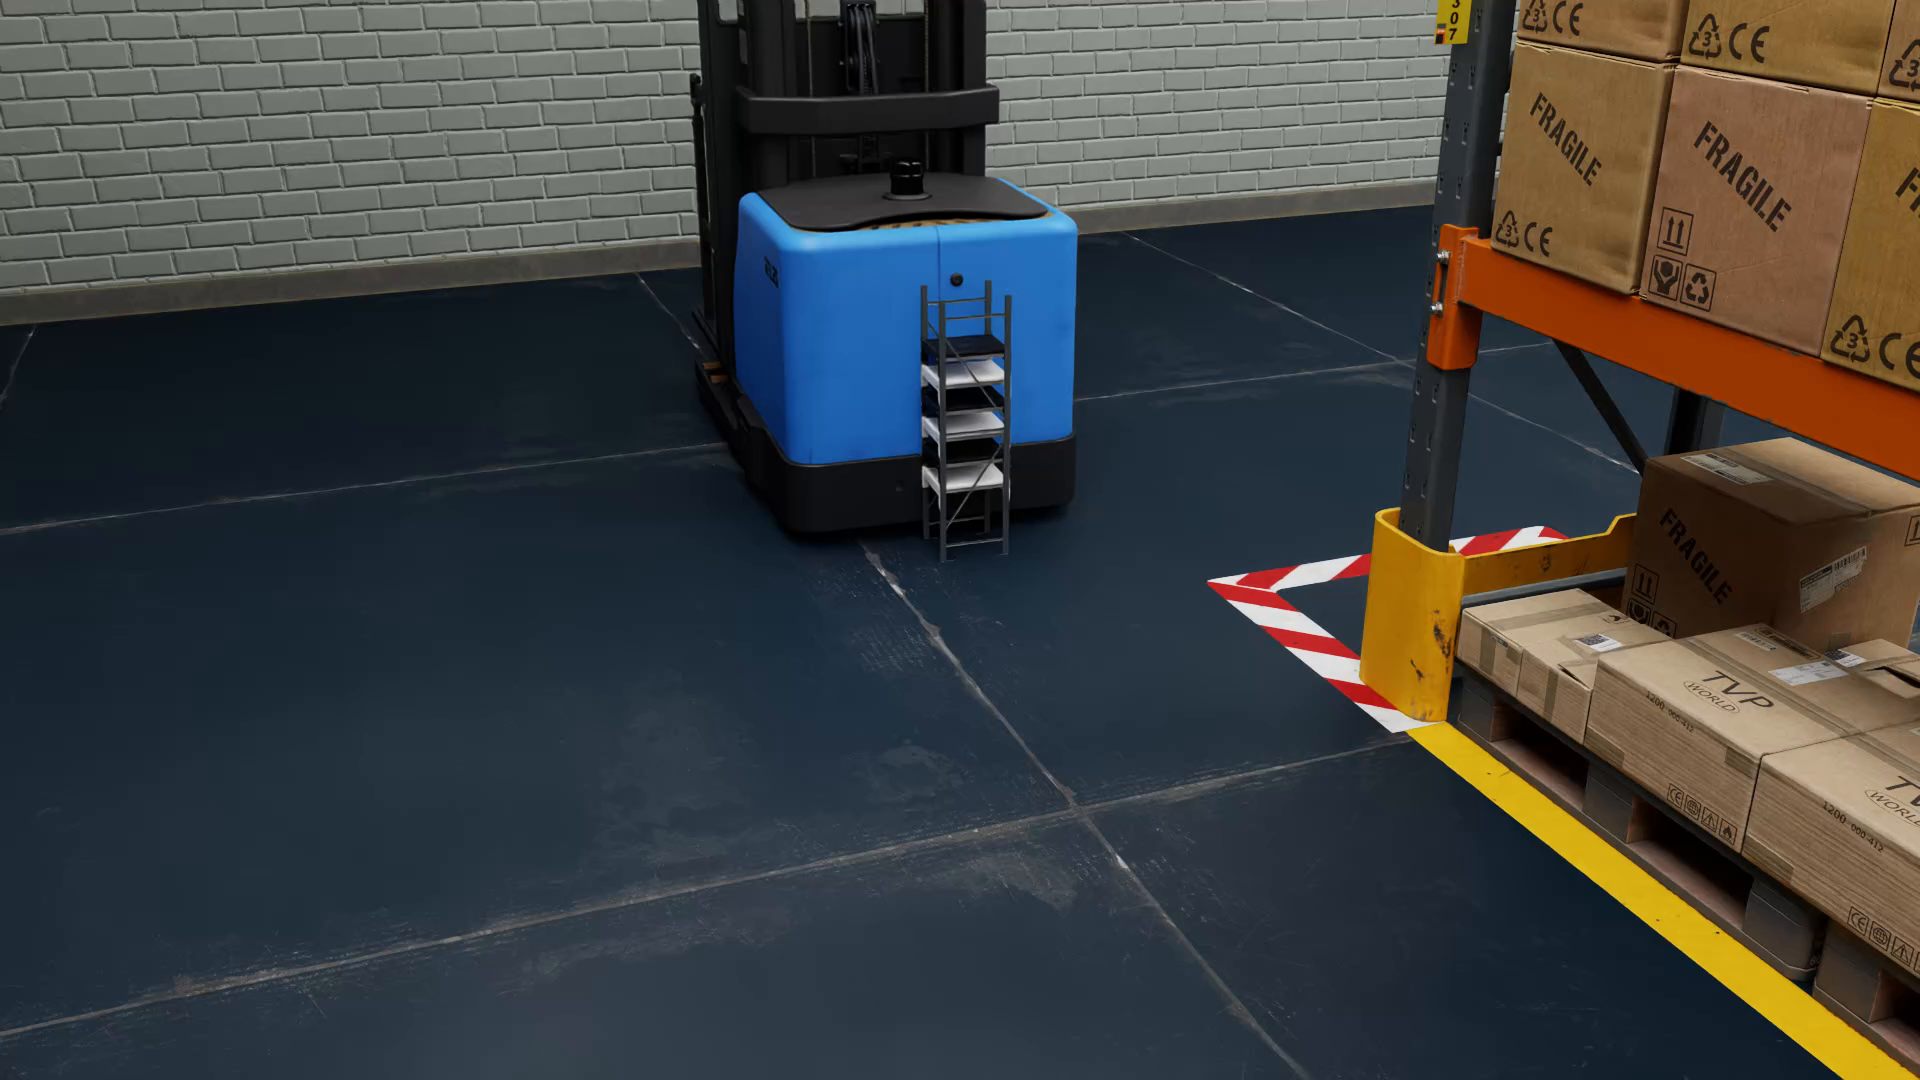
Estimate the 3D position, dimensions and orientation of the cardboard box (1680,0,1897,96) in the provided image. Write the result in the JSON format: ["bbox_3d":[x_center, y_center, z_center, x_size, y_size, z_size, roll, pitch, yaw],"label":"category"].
[{"bbox_3d":[1.817,-1.164,3.235,0.500,0.500,0.500,-8,24,-18],"label":"cardboard box"}]

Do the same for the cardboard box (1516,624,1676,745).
[{"bbox_3d":[1.630,0.349,4.141,0.380,0.166,0.250,-8,24,-19],"label":"cardboard box"}]

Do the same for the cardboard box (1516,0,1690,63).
[{"bbox_3d":[1.625,-1.353,3.683,0.500,0.500,0.500,-8,24,-17],"label":"cardboard box"}]

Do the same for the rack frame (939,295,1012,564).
[{"bbox_3d":[0.049,-0.350,5.422,0.240,0.900,0.006,-7,24,-16],"label":"rack frame"}]

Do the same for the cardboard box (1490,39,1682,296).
[{"bbox_3d":[1.625,-0.893,3.877,0.500,0.500,0.500,-8,24,-18],"label":"cardboard box"}]

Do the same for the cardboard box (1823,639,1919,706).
[{"bbox_3d":[2.196,0.382,4.063,0.380,0.166,0.250,-8,24,-19],"label":"cardboard box"}]

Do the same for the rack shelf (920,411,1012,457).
[{"bbox_3d":[0.018,-0.357,5.524,0.258,0.077,0.200,-7,24,-16],"label":"rack shelf"}]

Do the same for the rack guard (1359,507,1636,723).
[{"bbox_3d":[1.742,0.136,4.785,1.175,0.500,0.348,-8,24,-19],"label":"rack guard"}]

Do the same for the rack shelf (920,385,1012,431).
[{"bbox_3d":[0.018,-0.440,5.489,0.258,0.077,0.200,-7,24,-16],"label":"rack shelf"}]

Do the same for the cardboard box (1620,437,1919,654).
[{"bbox_3d":[2.137,0.069,4.376,0.500,0.500,0.500,-8,24,-19],"label":"cardboard box"}]

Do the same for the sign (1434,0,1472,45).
[{"bbox_3d":[1.207,-1.368,4.020,0.100,0.325,0.005,-8,24,-19],"label":"sign"}]

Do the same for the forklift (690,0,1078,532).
[{"bbox_3d":[-0.511,-1.921,6.534,1.130,2.935,3.031,-7,24,-16],"label":"forklift"}]

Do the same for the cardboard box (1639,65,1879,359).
[{"bbox_3d":[1.812,-0.706,3.434,0.500,0.500,0.500,-9,24,-20],"label":"cardboard box"}]

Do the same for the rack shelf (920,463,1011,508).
[{"bbox_3d":[0.018,-0.191,5.594,0.258,0.077,0.200,-7,24,-16],"label":"rack shelf"}]

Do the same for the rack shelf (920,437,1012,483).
[{"bbox_3d":[0.018,-0.274,5.559,0.258,0.077,0.200,-7,24,-16],"label":"rack shelf"}]

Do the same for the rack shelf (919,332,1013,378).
[{"bbox_3d":[0.018,-0.606,5.419,0.258,0.077,0.200,-7,24,-16],"label":"rack shelf"}]

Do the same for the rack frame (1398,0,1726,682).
[{"bbox_3d":[1.715,-1.044,4.365,1.000,3.000,0.127,-8,24,-19],"label":"rack frame"}]

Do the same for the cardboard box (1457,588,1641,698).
[{"bbox_3d":[1.541,0.266,4.360,0.380,0.149,0.250,-8,24,-19],"label":"cardboard box"}]

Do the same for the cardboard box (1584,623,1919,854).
[{"bbox_3d":[1.818,0.439,3.821,0.500,0.250,0.500,-8,24,-19],"label":"cardboard box"}]

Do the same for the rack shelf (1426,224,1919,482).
[{"bbox_3d":[2.421,0.014,2.780,1.077,0.370,4.000,-8,24,-19],"label":"rack shelf"}]

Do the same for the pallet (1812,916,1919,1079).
[{"bbox_3d":[2.452,1.001,3.104,1.003,0.211,1.213,-8,24,-19],"label":"pallet"}]

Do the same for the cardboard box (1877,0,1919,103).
[{"bbox_3d":[1.989,-0.982,2.802,0.500,0.500,0.500,-8,24,-18],"label":"cardboard box"}]

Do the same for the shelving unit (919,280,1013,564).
[{"bbox_3d":[0.018,-0.388,5.511,0.258,0.900,0.210,-7,24,-16],"label":"shelving unit"}]

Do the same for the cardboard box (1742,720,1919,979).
[{"bbox_3d":[1.995,0.620,3.390,0.500,0.250,0.500,-8,24,-19],"label":"cardboard box"}]

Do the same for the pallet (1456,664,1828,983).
[{"bbox_3d":[2.024,0.558,4.154,1.003,0.211,1.213,-8,24,-19],"label":"pallet"}]

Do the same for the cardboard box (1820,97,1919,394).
[{"bbox_3d":[1.987,-0.523,3.000,0.500,0.500,0.500,-8,24,-19],"label":"cardboard box"}]

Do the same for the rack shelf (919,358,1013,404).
[{"bbox_3d":[0.018,-0.523,5.454,0.258,0.077,0.200,-7,24,-16],"label":"rack shelf"}]

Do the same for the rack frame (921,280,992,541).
[{"bbox_3d":[-0.012,-0.425,5.601,0.240,0.900,0.006,-7,24,-16],"label":"rack frame"}]
